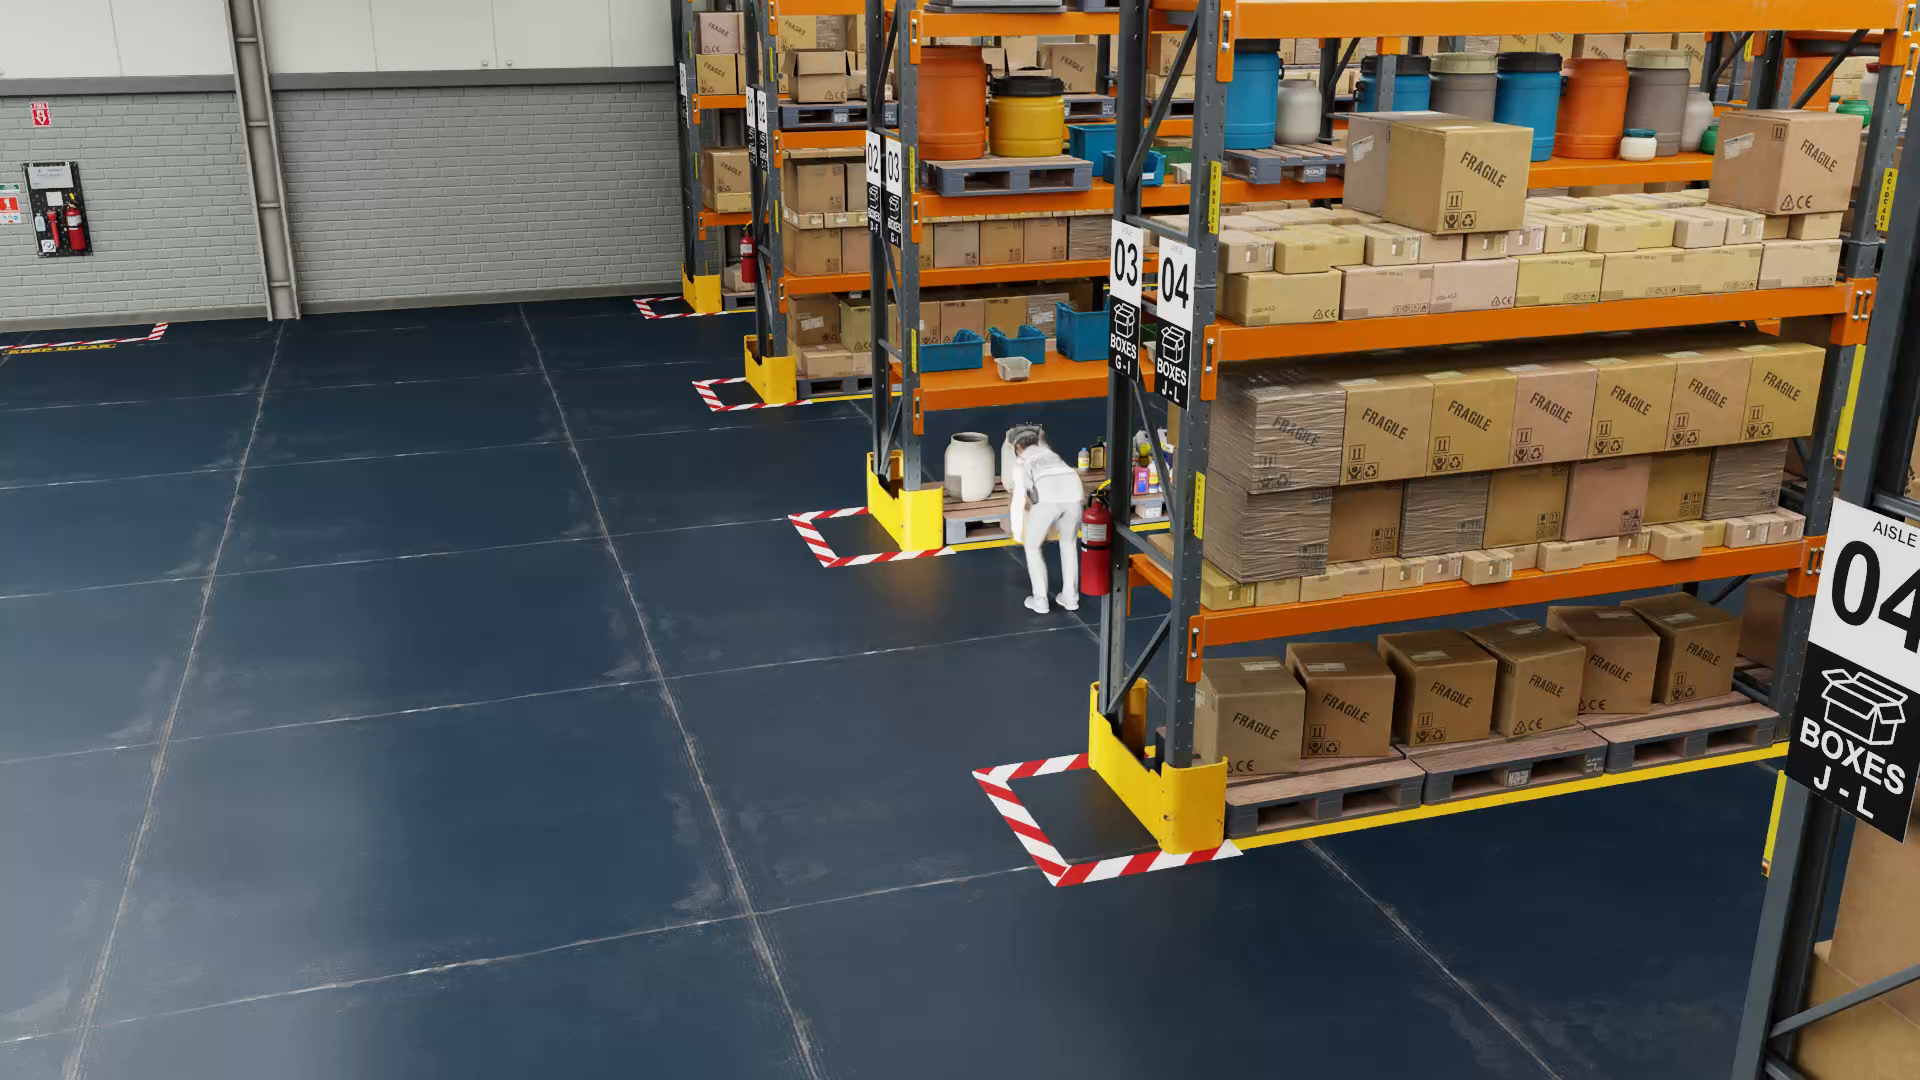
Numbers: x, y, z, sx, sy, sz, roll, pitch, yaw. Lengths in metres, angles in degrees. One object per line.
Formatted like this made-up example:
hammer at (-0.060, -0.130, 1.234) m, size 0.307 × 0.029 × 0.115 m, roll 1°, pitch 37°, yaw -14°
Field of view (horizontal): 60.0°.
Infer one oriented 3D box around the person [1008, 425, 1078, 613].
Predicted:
person at (0.588, -0.167, 12.176) m, size 0.400 × 1.251 × 0.898 m, roll -7°, pitch 20°, yaw -19°
